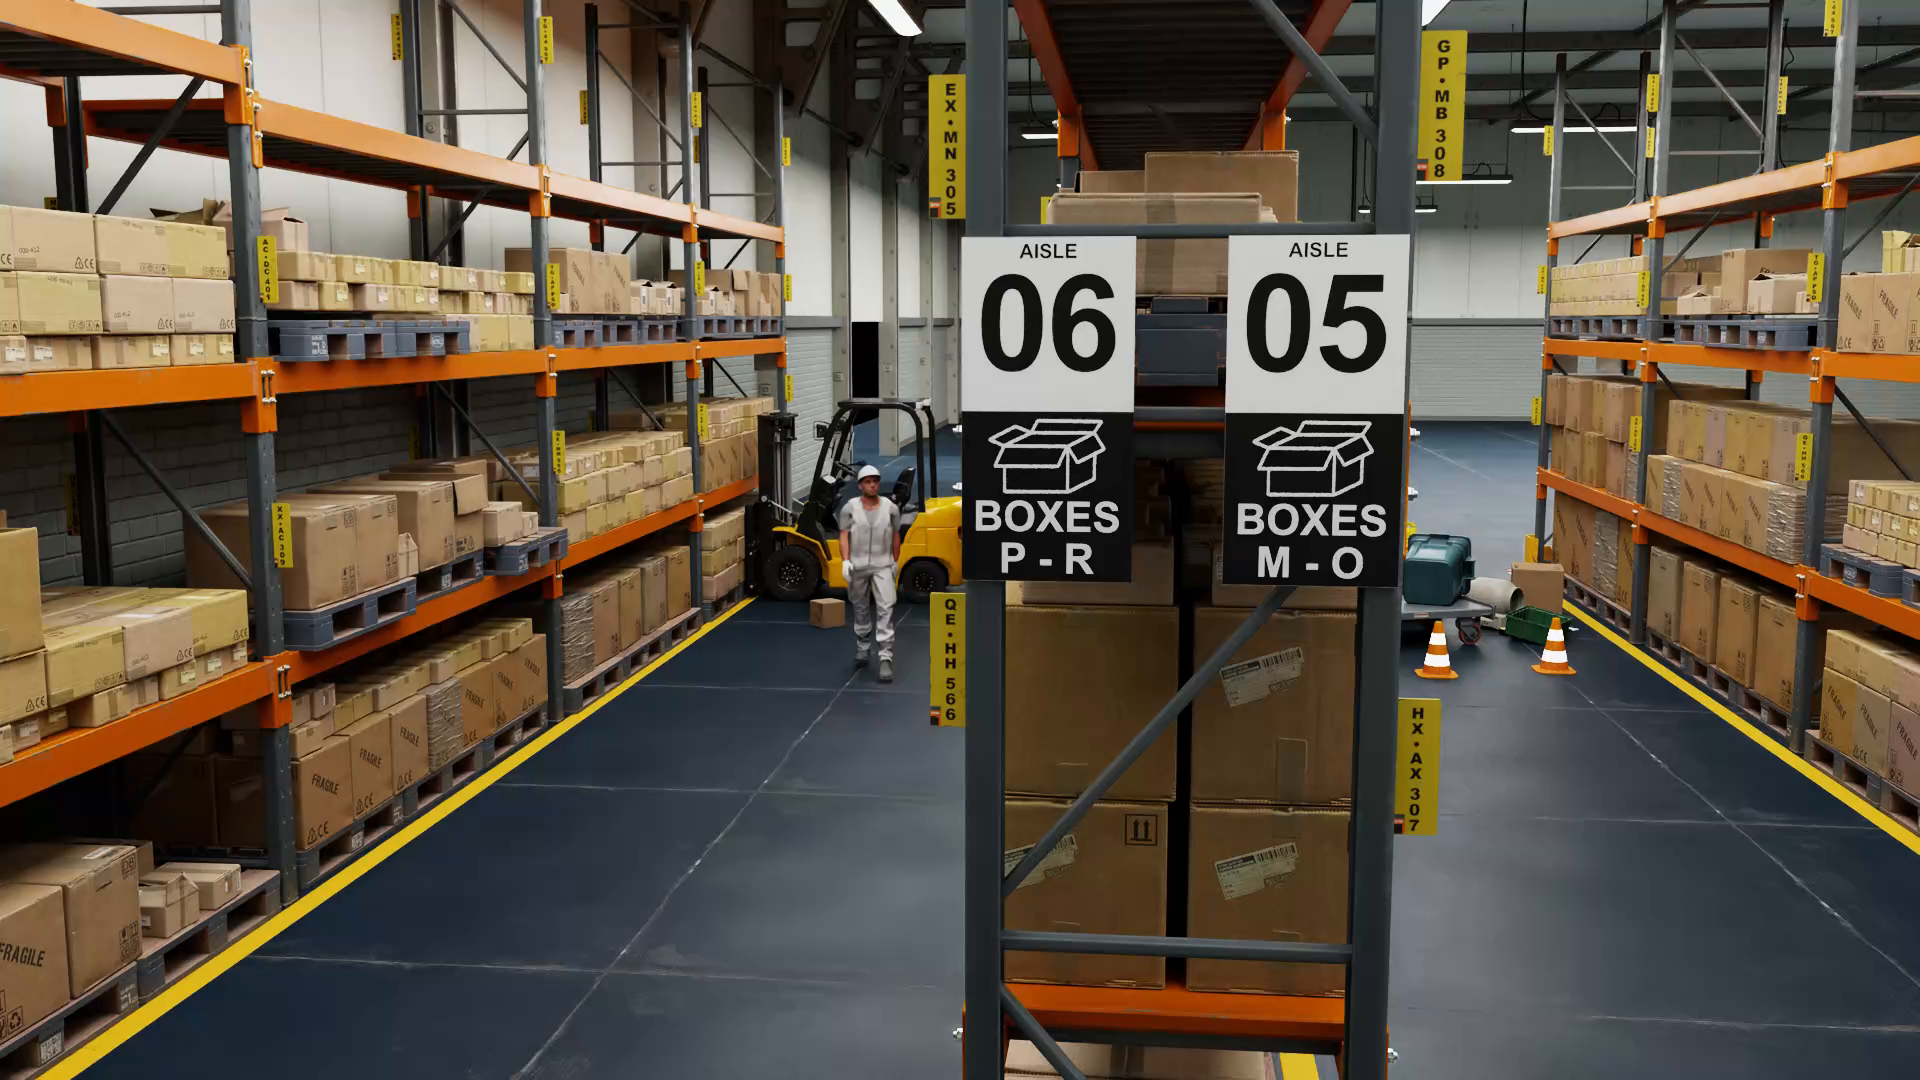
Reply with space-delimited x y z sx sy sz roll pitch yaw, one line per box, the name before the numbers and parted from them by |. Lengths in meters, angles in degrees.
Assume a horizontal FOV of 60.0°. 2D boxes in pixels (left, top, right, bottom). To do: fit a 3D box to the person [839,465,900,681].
person | -0.770 0.244 14.216 0.524 1.755 0.960 0 7 -2
